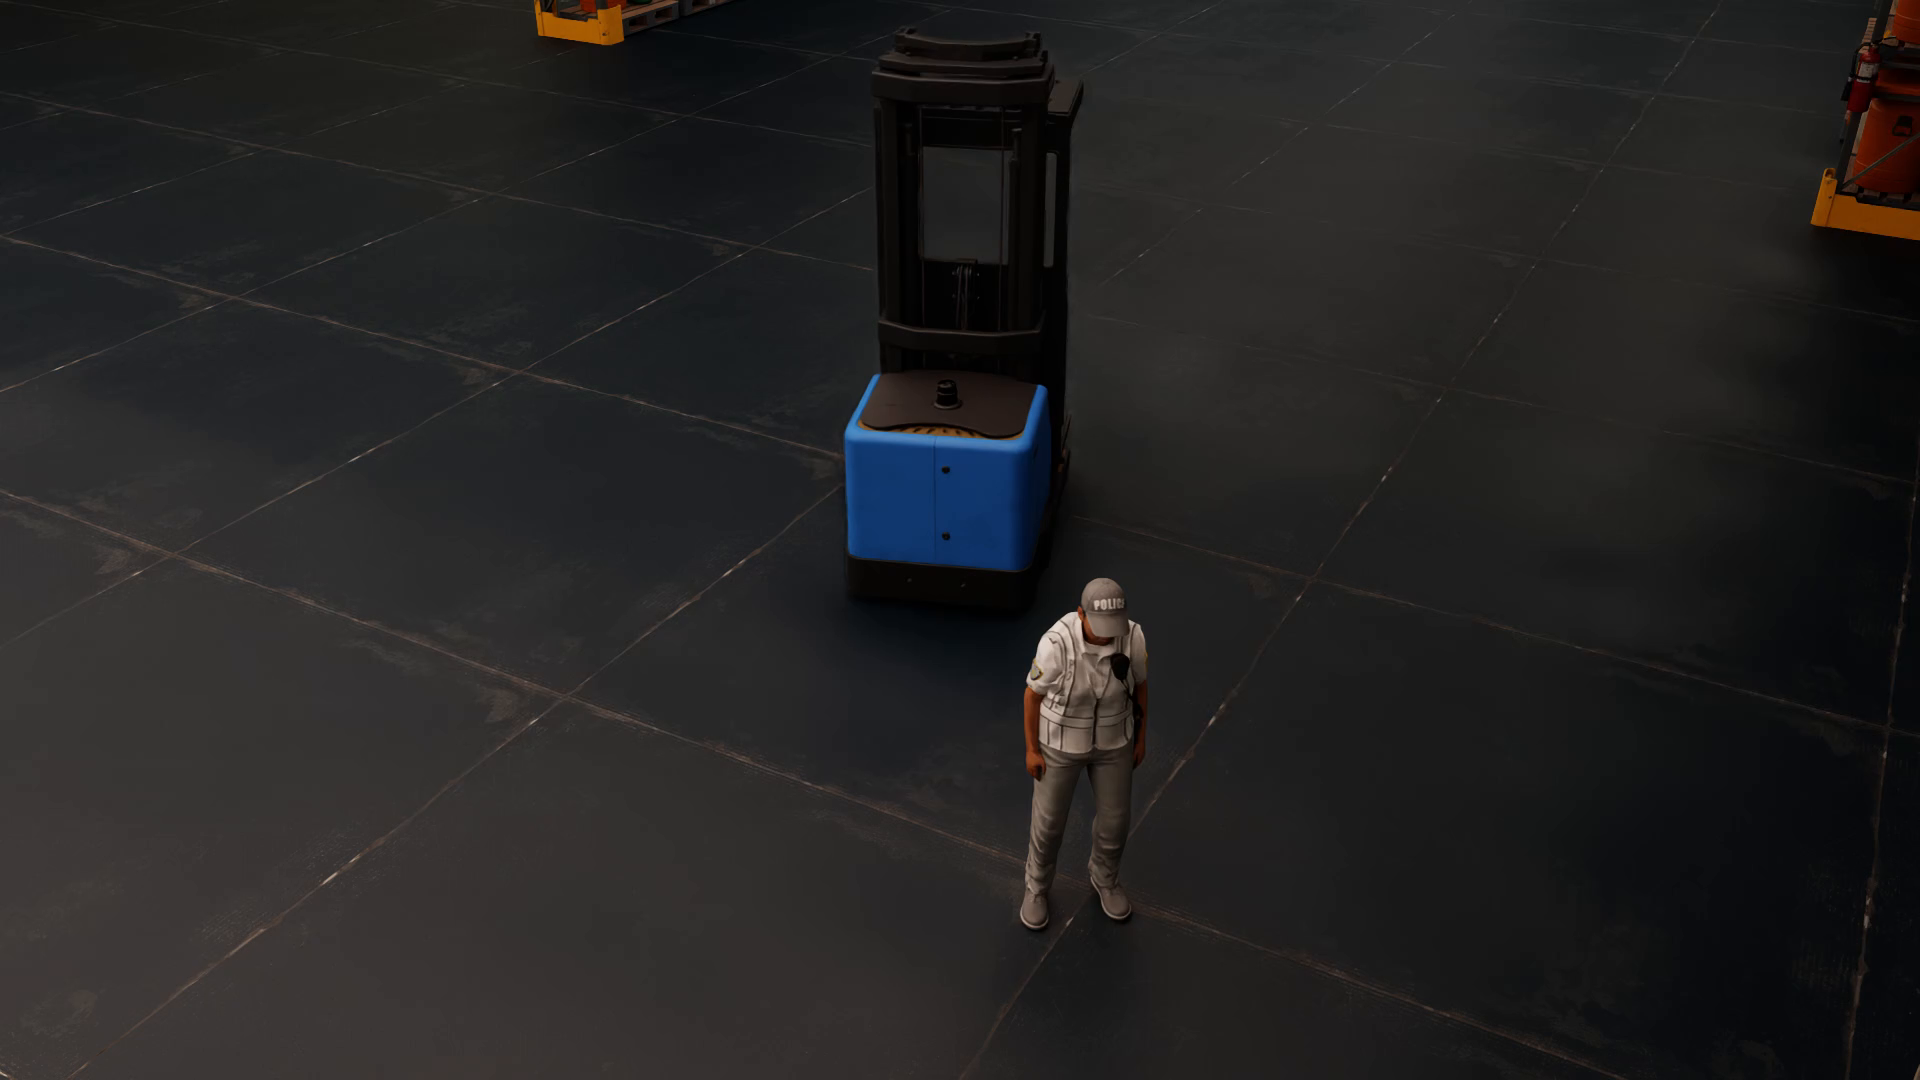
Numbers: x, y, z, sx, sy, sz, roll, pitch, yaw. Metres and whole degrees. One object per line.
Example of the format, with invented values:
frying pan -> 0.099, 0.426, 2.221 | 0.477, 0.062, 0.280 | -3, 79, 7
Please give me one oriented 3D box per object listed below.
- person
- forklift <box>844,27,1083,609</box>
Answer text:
person -> 0.515, 0.856, 6.858 | 0.544, 1.665, 0.469 | -5, 30, -9
forklift -> 0.108, -1.607, 9.855 | 1.130, 2.935, 3.031 | 5, 30, 8
